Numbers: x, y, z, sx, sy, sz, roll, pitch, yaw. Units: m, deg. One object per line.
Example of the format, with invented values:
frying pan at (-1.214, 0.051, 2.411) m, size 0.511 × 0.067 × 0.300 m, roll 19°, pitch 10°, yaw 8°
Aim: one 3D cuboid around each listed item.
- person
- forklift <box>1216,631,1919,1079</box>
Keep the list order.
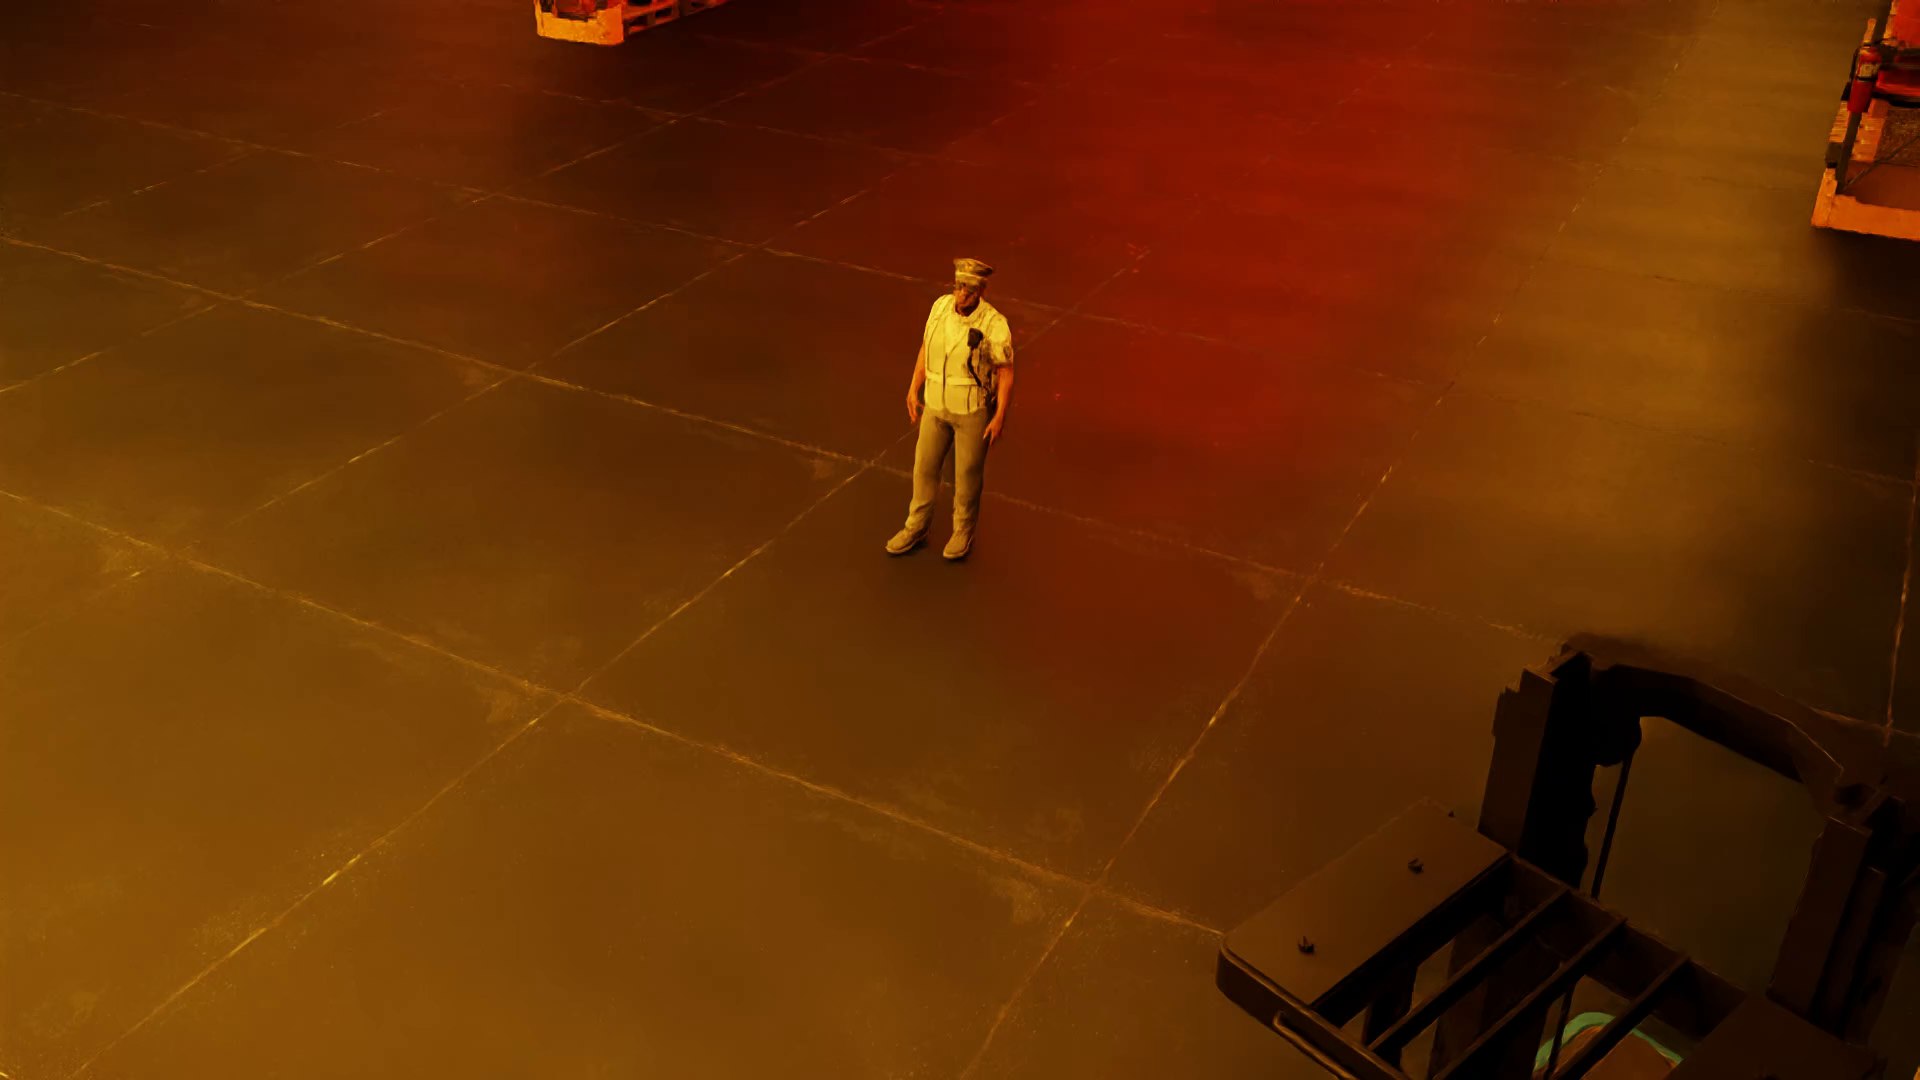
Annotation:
person at (-0.048, -0.748, 9.499) m, size 0.640 × 1.781 × 0.574 m, roll 15°, pitch 33°, yaw 25°
forklift at (1.234, 1.801, 3.950) m, size 3.031 × 2.935 × 1.130 m, roll -24°, pitch 37°, yaw -35°
